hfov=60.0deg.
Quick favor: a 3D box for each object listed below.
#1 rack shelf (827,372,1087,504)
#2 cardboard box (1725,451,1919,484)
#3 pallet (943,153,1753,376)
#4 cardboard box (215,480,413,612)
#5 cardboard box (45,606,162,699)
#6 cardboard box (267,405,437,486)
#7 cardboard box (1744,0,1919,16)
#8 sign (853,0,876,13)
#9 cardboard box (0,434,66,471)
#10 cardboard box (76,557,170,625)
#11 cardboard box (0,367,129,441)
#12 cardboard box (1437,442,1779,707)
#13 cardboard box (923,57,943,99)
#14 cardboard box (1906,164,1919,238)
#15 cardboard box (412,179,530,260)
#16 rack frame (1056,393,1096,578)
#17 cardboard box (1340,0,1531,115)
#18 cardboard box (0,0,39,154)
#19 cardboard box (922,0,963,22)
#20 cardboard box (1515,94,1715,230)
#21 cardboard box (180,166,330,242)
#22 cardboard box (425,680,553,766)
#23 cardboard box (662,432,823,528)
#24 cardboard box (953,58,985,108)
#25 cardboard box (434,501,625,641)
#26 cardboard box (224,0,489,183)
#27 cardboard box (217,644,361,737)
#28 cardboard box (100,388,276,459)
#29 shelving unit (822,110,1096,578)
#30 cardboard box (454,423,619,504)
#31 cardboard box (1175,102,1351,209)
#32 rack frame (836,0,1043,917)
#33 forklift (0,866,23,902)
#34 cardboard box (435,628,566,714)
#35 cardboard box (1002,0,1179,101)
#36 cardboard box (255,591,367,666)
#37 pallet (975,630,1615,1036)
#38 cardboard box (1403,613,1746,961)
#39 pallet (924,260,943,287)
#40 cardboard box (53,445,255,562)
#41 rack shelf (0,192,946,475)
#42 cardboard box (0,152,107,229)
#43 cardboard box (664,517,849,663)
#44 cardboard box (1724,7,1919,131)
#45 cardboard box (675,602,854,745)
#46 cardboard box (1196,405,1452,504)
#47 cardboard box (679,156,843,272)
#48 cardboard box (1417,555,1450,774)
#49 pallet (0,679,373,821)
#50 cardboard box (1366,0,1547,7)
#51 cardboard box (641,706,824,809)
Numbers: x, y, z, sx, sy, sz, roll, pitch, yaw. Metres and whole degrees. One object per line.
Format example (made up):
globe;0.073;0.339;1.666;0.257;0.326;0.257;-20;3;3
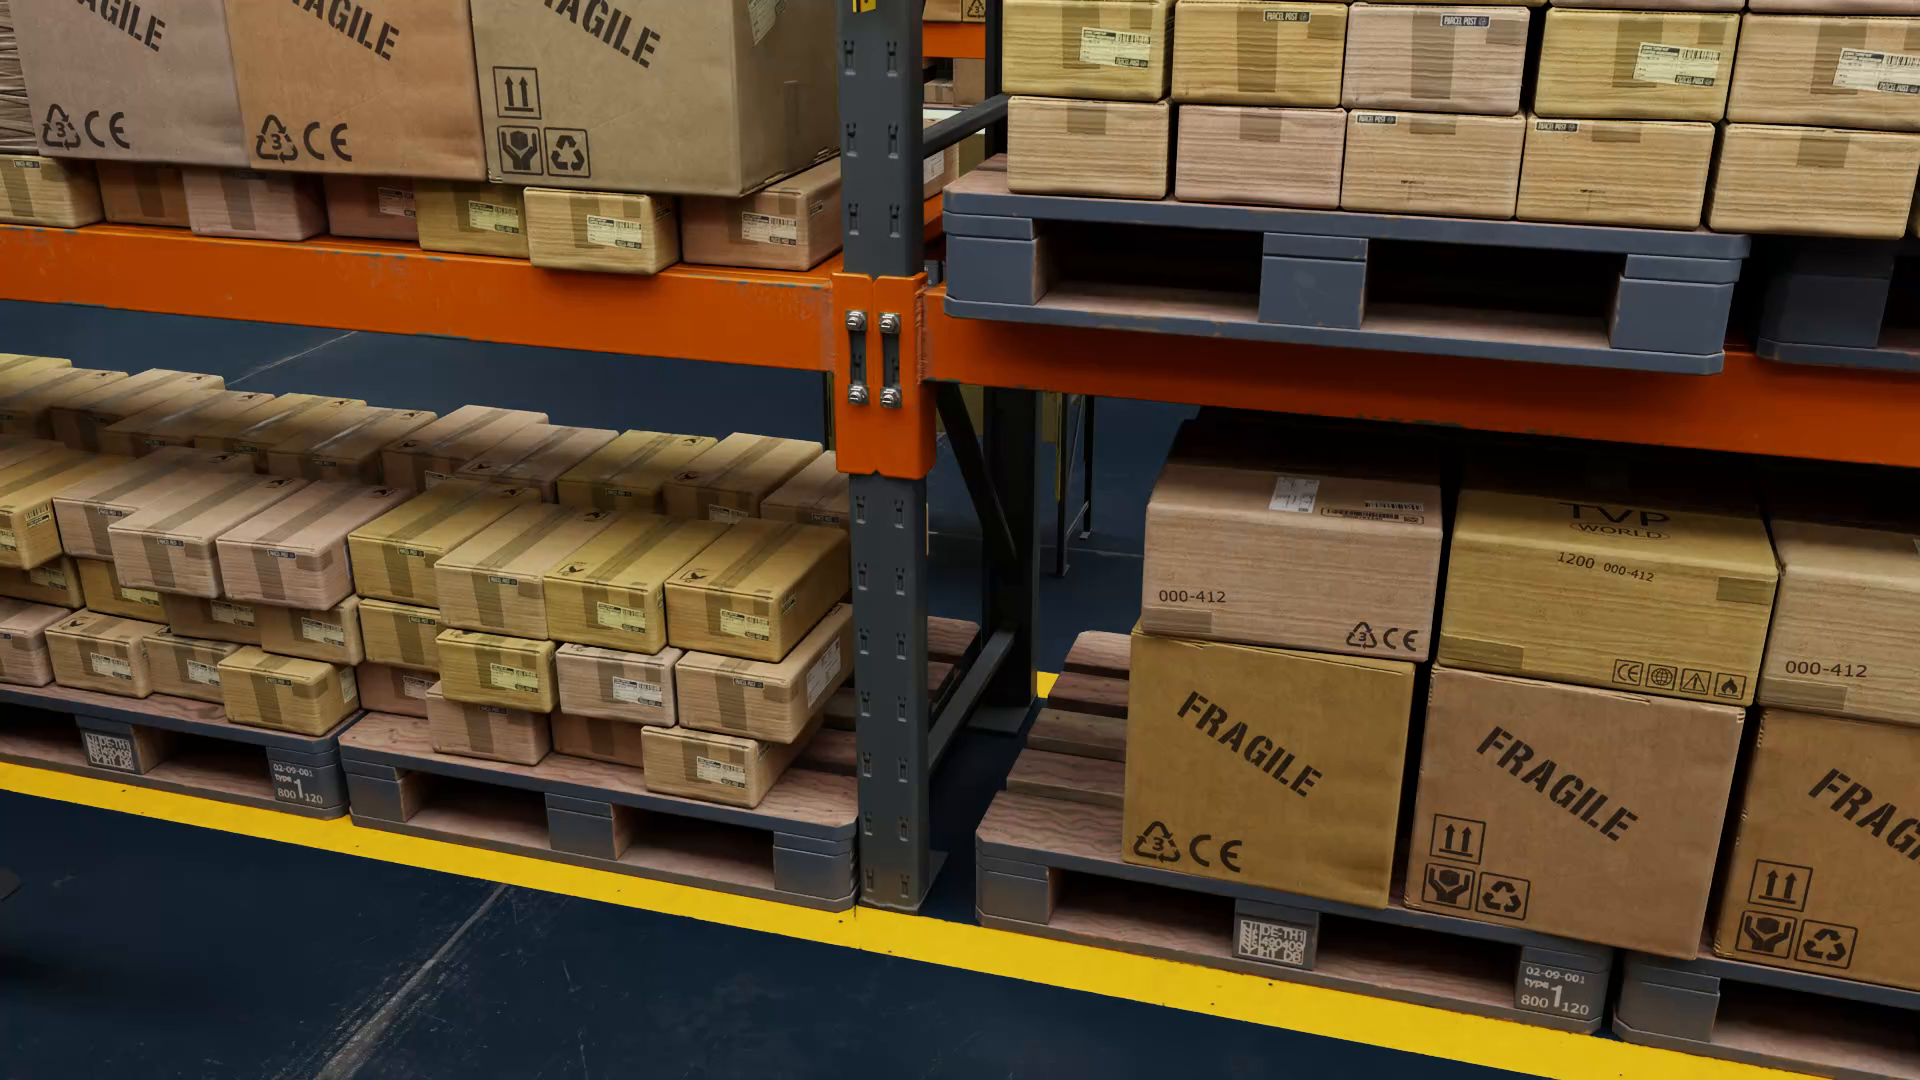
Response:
rack shelf;0.006;-0.392;5.107;0.720;0.370;0.431;7;23;16
cardboard box;1.780;-0.088;3.285;0.500;0.250;0.500;5;23;13
pallet;0.685;-0.582;2.989;1.213;0.211;1.003;7;23;16
cardboard box;-1.428;0.007;3.721;0.250;0.149;0.380;5;23;13
cardboard box;-1.940;0.217;3.991;0.250;0.149;0.380;7;23;16
cardboard box;-1.538;-0.210;4.249;0.250;0.149;0.380;6;23;13
cardboard box;1.237;-0.837;2.351;0.250;0.149;0.380;6;23;15
sign;-0.154;-1.010;2.639;0.005;0.325;0.100;7;23;16
cardboard box;-2.403;-0.124;4.039;0.250;0.149;0.380;7;23;18
cardboard box;-1.877;0.047;4.014;0.250;0.149;0.380;8;24;18
cardboard box;-2.515;-0.348;4.586;0.250;0.149;0.380;6;23;13
cardboard box;1.137;0.042;2.966;0.500;0.250;0.500;7;23;17
cardboard box;-0.512;-3.797;13.310;0.637;0.503;0.797;6;23;13
cardboard box;1.492;-0.534;2.397;0.250;0.149;0.380;6;23;15
cardboard box;-0.862;-0.677;3.299;0.250;0.149;0.380;7;23;18
rack frame;0.357;-0.653;4.886;0.023;1.500;0.400;7;23;16
cardboard box;0.736;-0.757;2.548;0.250;0.149;0.380;7;23;17
cardboard box;-2.009;-1.119;3.521;0.500;0.500;0.500;6;23;14
cardboard box;-0.169;-2.725;7.830;0.500;0.500;0.500;6;23;15
cardboard box;0.985;-0.590;2.534;0.250;0.149;0.380;7;23;16
cardboard box;-1.370;-0.733;3.436;0.250;0.149;0.380;6;23;13
cardboard box;-0.974;0.334;3.707;0.250;0.149;0.380;6;23;14
cardboard box;-0.521;-0.123;4.036;0.250;0.149;0.380;8;24;18
cardboard box;0.295;-3.688;13.048;0.500;0.500;0.700;8;23;18
cardboard box;-0.916;0.059;3.592;0.250;0.149;0.380;6;23;15
cardboard box;-1.046;-0.999;3.229;0.500;0.500;0.500;6;23;14
cardboard box;-1.469;0.285;3.826;0.250;0.149;0.380;6;23;15
cardboard box;-2.022;-0.270;4.395;0.250;0.149;0.380;6;23;14
shelving unit;0.006;-0.693;4.984;0.755;1.500;0.431;7;23;16
cardboard box;-1.033;-0.153;4.109;0.250;0.149;0.380;6;23;14
cardboard box;0.507;-0.647;2.672;0.250;0.149;0.380;7;23;16
rack frame;-0.004;-0.807;3.286;0.127;3.000;1.000;7;23;16
forklift;-3.305;-0.517;2.667;3.031;2.935;1.130;5;23;12
cardboard box;-0.922;0.213;3.610;0.250;0.149;0.380;6;23;14
cardboard box;0.240;-0.813;2.684;0.250;0.149;0.380;7;23;16
cardboard box;-1.383;0.129;3.815;0.250;0.149;0.380;7;23;17
pallet;0.742;0.568;3.608;1.213;0.211;1.003;7;23;16
cardboard box;1.134;0.390;3.108;0.500;0.500;0.500;8;24;18
pallet;-0.548;-1.572;8.823;1.213;0.211;1.003;7;23;16
cardboard box;-1.896;-0.086;3.945;0.250;0.149;0.380;7;23;16
rack shelf;-1.919;-0.694;3.957;4.000;0.370;1.077;7;23;16
cardboard box;-1.863;-0.783;3.556;0.250;0.149;0.380;7;23;17
cardboard box;-0.420;0.098;3.498;0.250;0.149;0.380;7;23;17
cardboard box;1.244;-0.700;2.409;0.250;0.149;0.380;8;23;18
cardboard box;-0.398;0.261;3.493;0.250;0.149;0.380;7;23;17
cardboard box;0.782;-0.202;3.563;0.500;0.250;0.500;6;23;14
cardboard box;-0.345;-0.637;3.202;0.250;0.149;0.380;6;23;15
cardboard box;1.268;0.201;3.568;0.500;0.500;0.500;6;23;14
pallet;-1.829;0.289;4.287;1.213;0.211;1.003;7;23;16
cardboard box;0.753;-0.893;2.488;0.250;0.149;0.380;7;23;16
cardboard box;-0.478;0.398;3.550;0.250;0.149;0.380;7;23;16
